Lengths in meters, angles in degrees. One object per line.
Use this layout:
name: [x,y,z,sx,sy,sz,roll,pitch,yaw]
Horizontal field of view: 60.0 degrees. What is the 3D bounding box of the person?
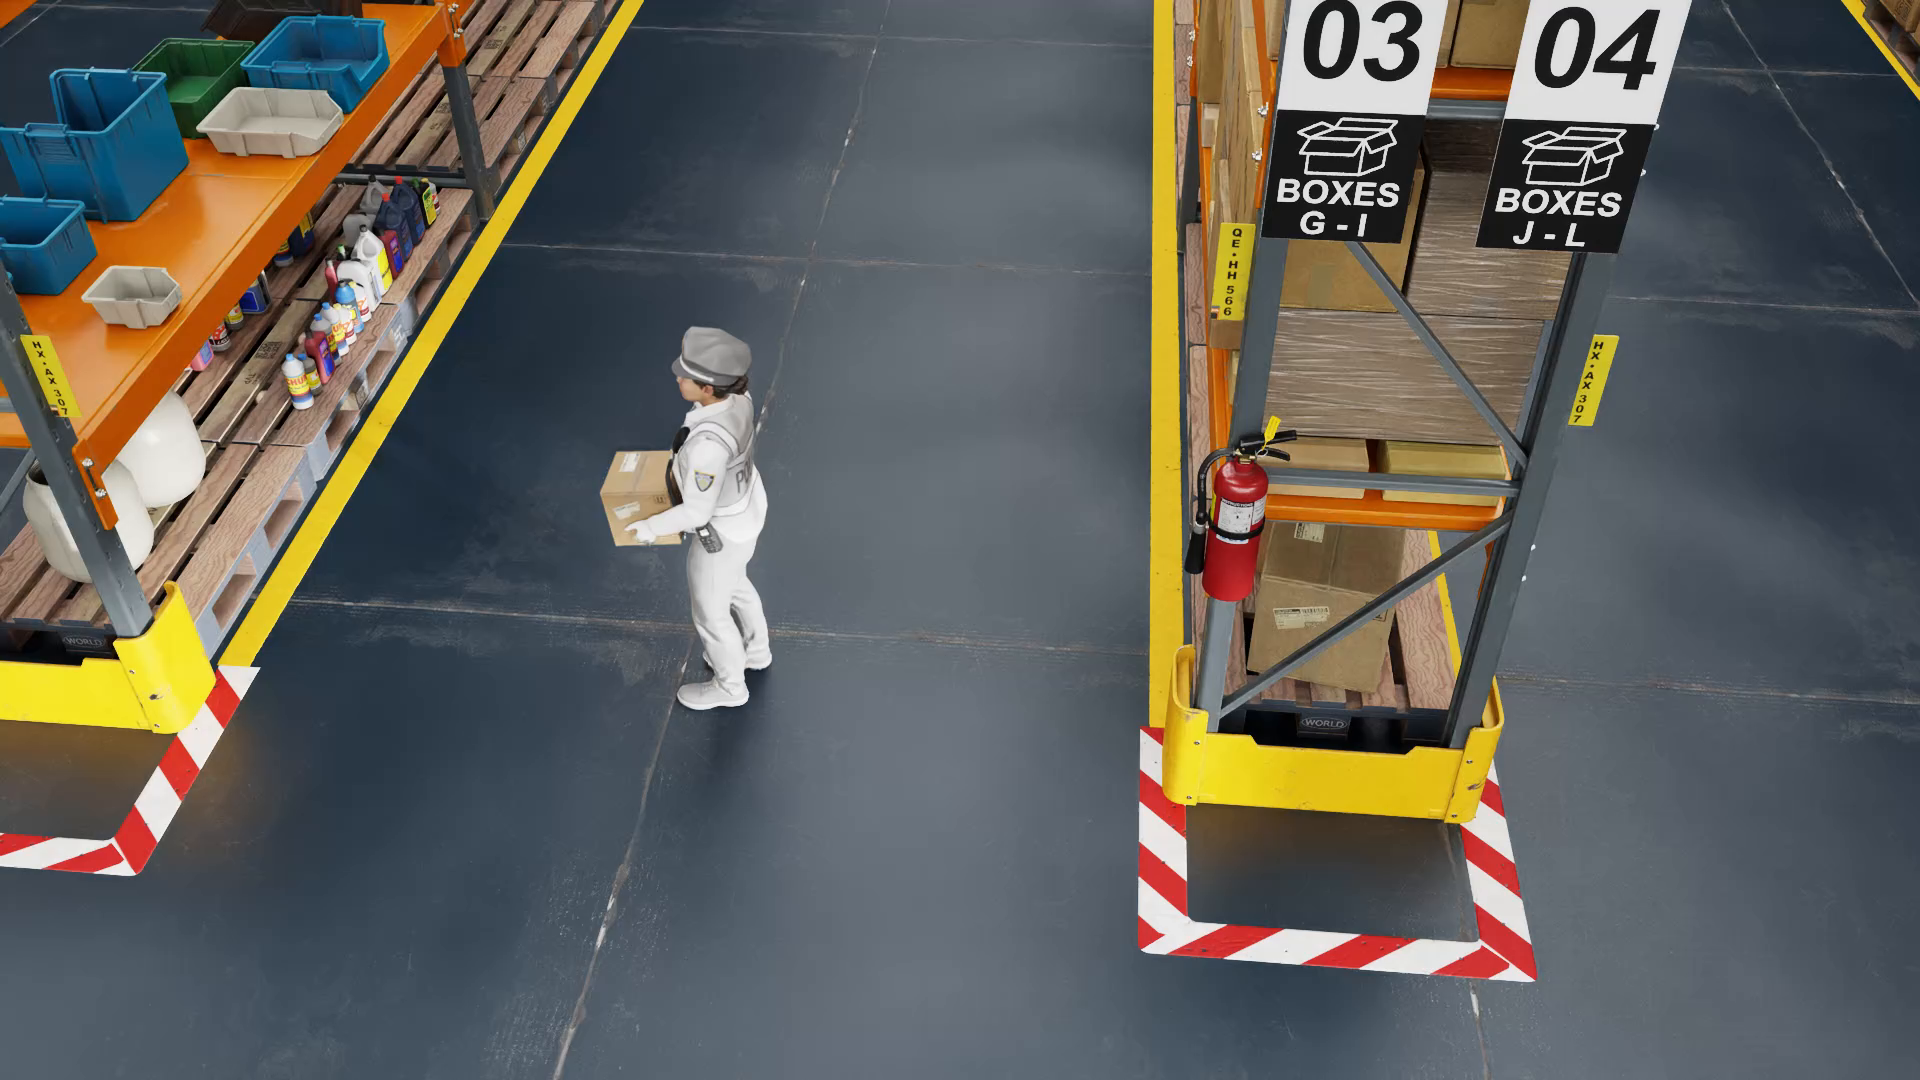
person: [-0.964,-0.060,6.202,0.503,1.692,0.486,3,40,4]
